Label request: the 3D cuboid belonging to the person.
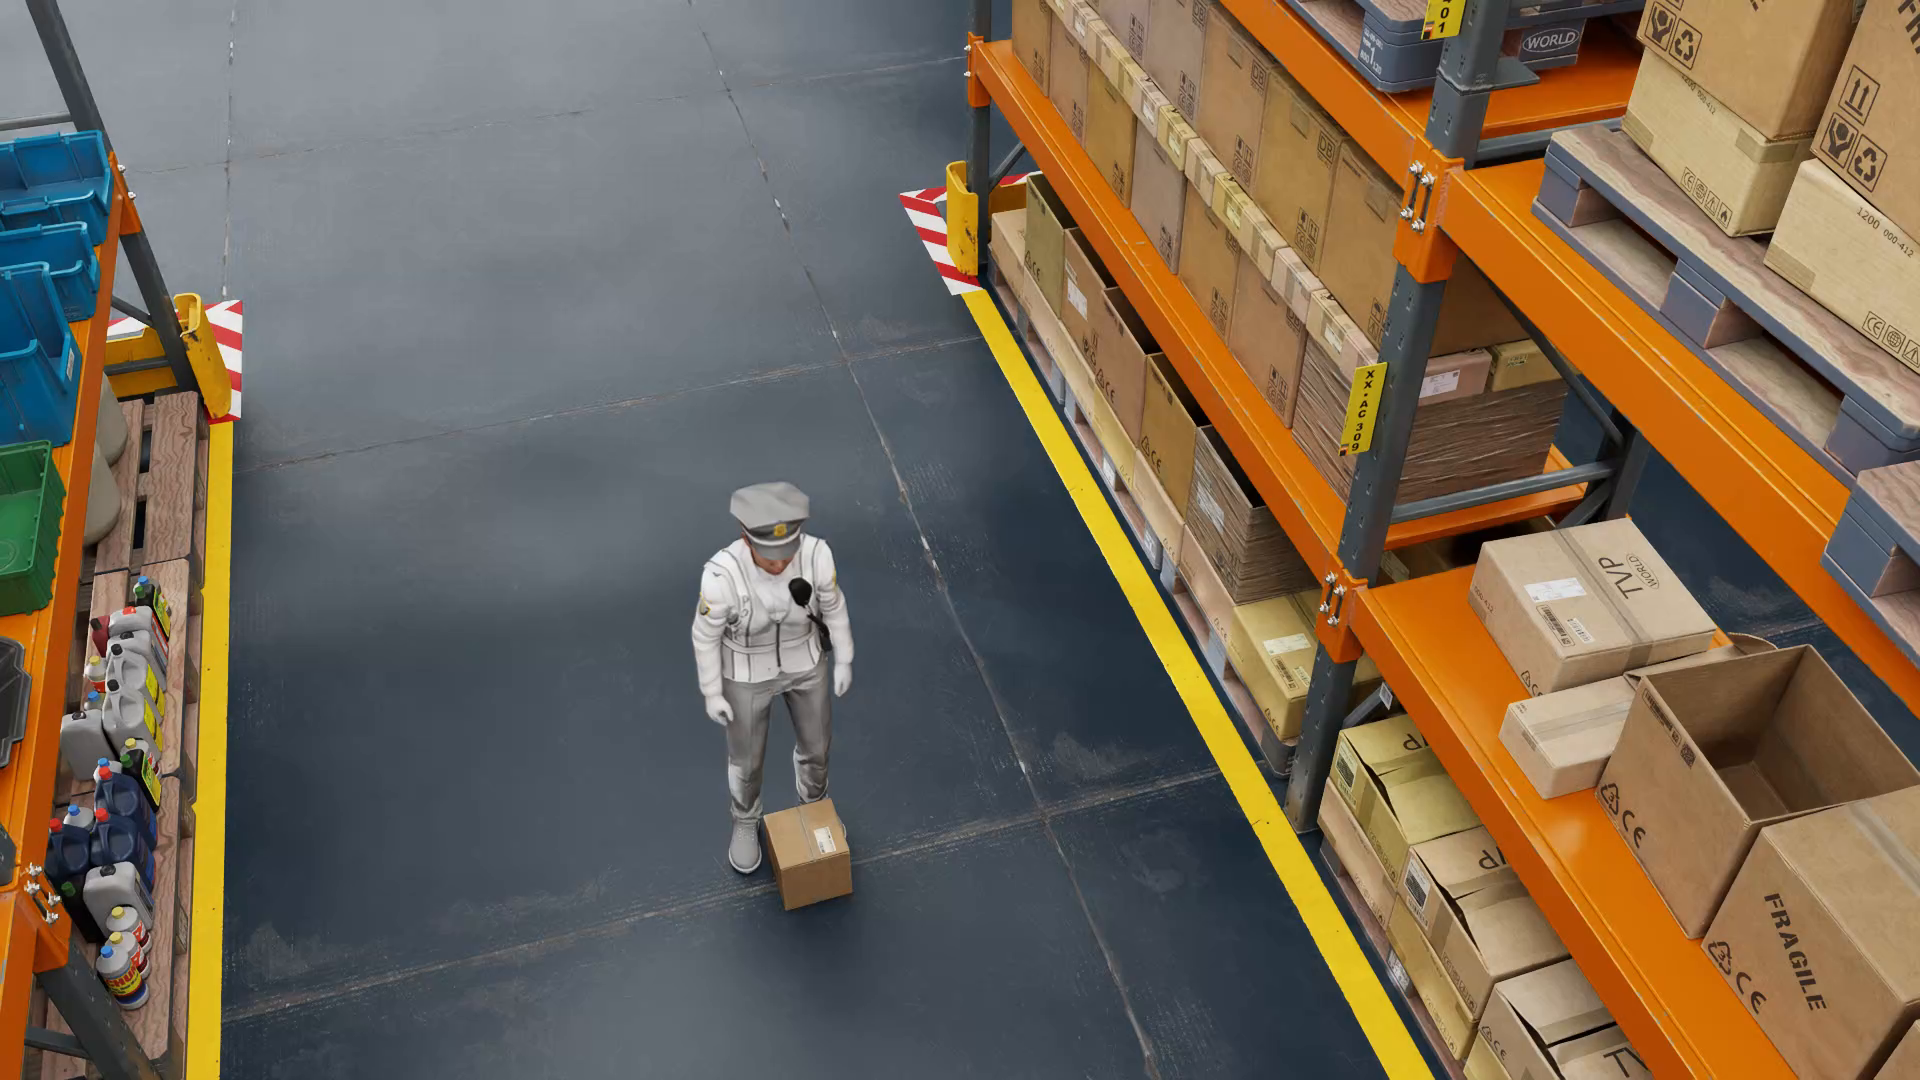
[{"bbox_3d":[-0.619,0.457,5.659,0.538,1.663,0.378,-13,44,-14],"label":"person"}]
